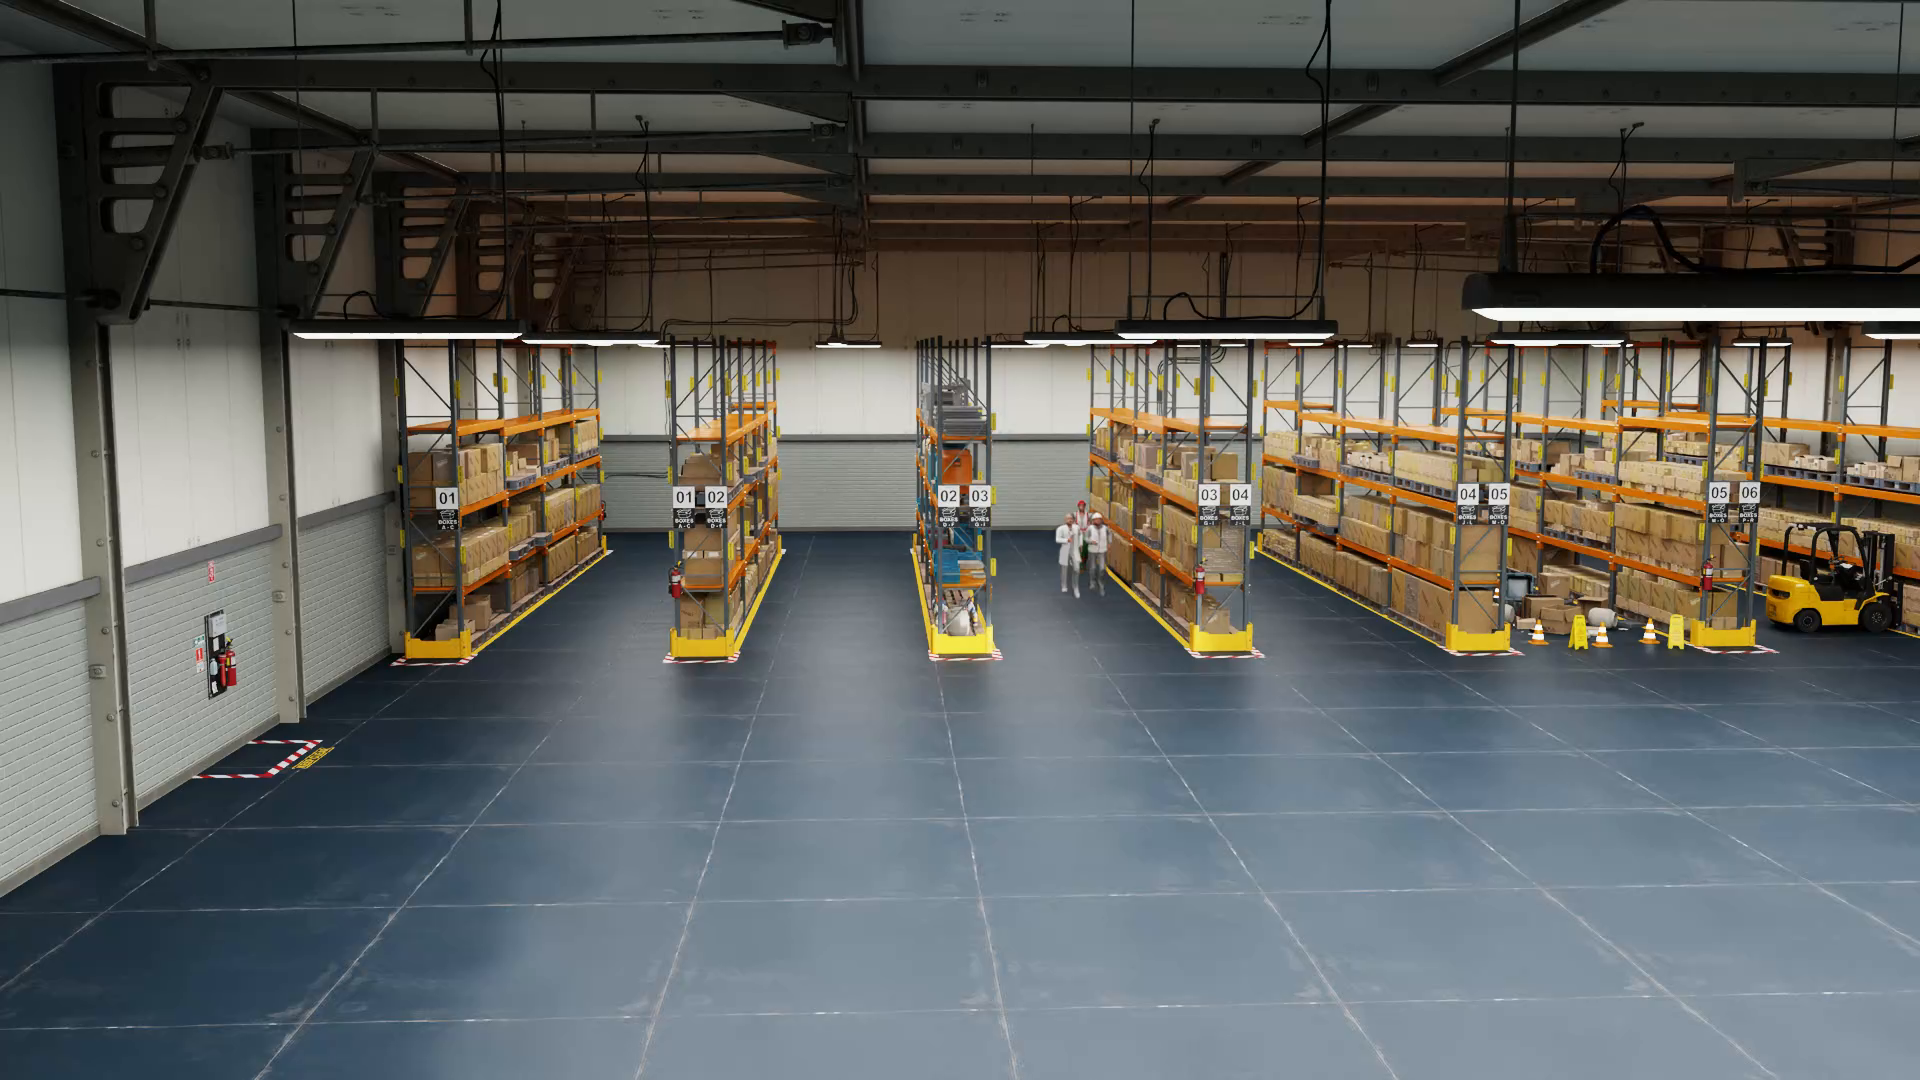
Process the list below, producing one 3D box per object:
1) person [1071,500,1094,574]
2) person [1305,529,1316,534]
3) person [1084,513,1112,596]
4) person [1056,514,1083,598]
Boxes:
[{"bbox_3d":[2.980,-0.085,40.878,0.667,1.785,0.685,0,6,-1],"label":"person"},{"bbox_3d":[10.232,-0.656,48.531,0.714,1.822,0.647,6,9,44],"label":"person"},{"bbox_3d":[3.128,0.323,37.634,0.668,1.895,0.725,0,7,-3],"label":"person"},{"bbox_3d":[2.463,0.355,37.178,0.689,1.877,0.780,-1,7,-10],"label":"person"}]
